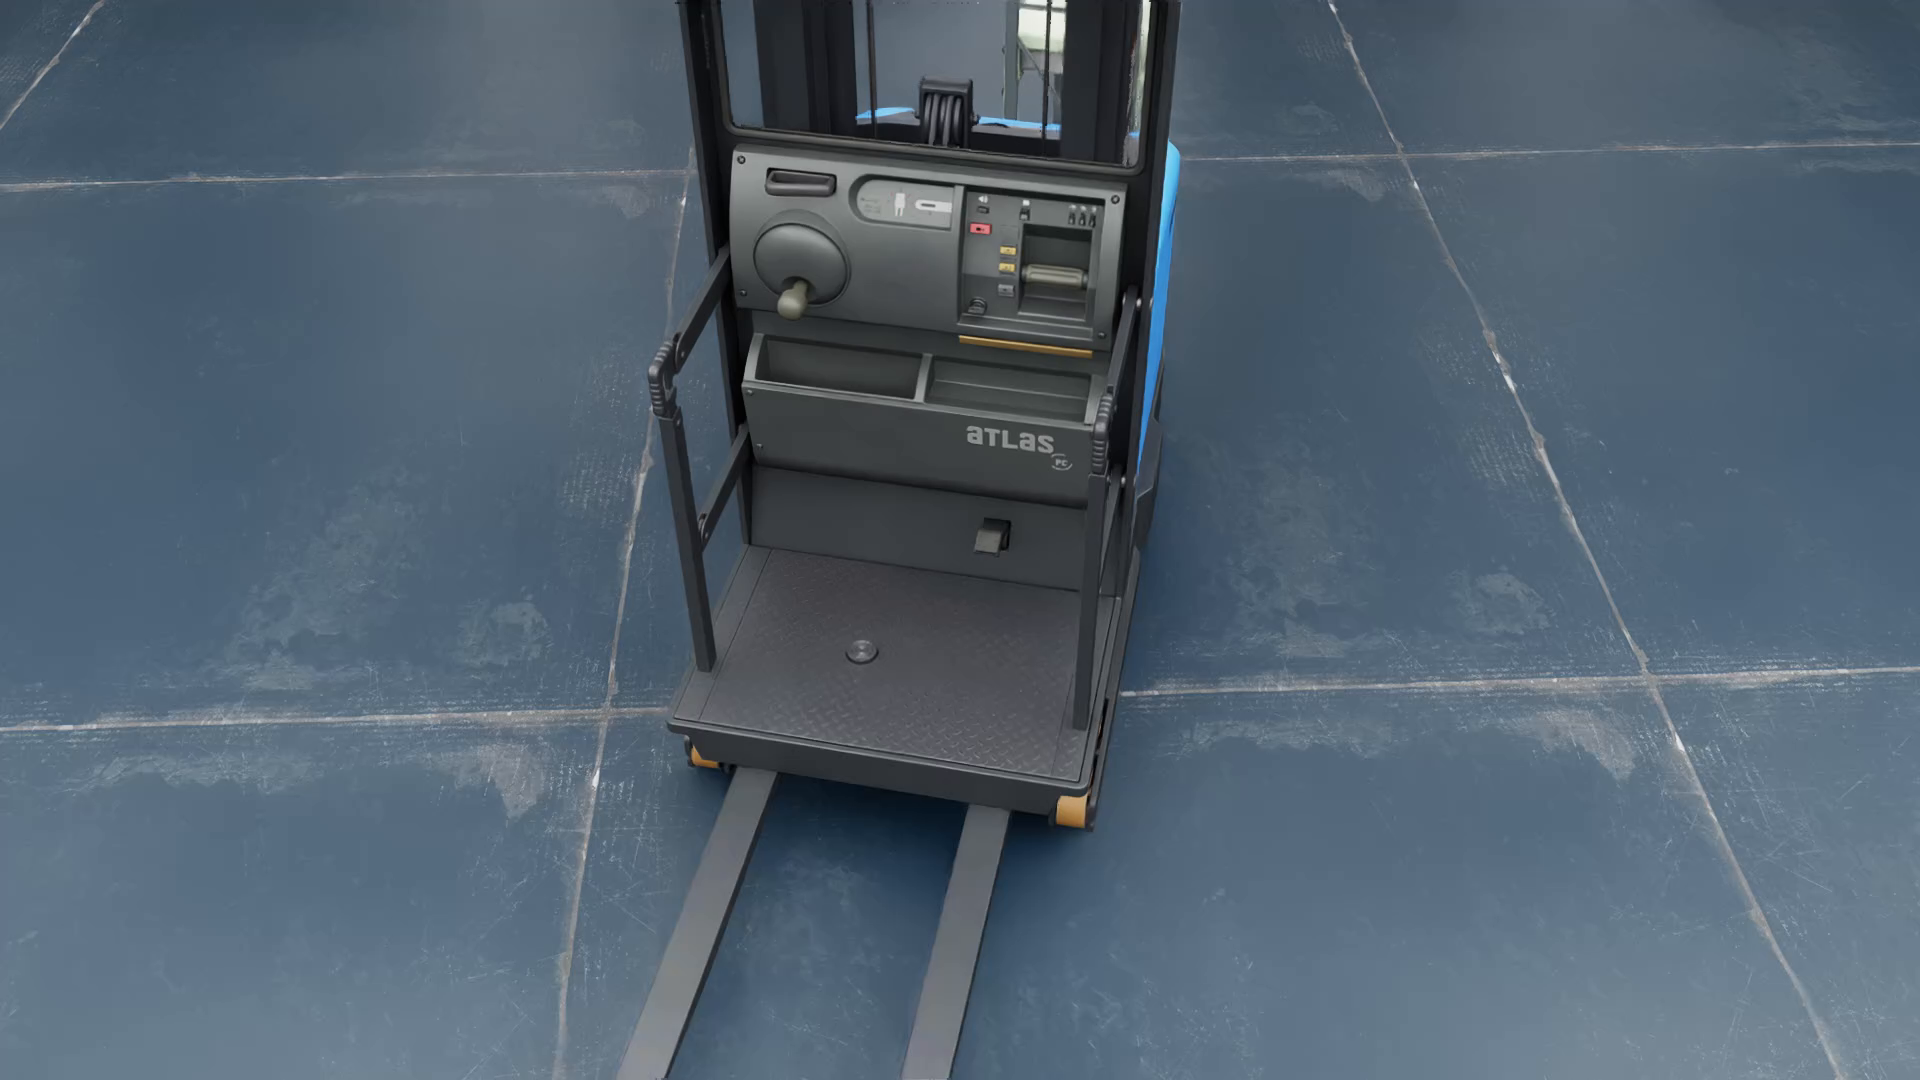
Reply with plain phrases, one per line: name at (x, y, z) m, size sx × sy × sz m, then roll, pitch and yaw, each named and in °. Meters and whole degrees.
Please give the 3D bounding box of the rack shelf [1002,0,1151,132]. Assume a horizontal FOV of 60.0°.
rack shelf at (0.430, -1.601, 5.309) m, size 0.431 × 0.370 × 0.720 m, roll 11°, pitch 44°, yaw 11°

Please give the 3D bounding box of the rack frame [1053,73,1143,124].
rack frame at (0.527, -1.552, 5.833) m, size 0.400 × 1.500 × 0.023 m, roll 11°, pitch 44°, yaw 11°

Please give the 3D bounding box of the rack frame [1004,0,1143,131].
rack frame at (0.333, -1.075, 5.313) m, size 0.400 × 1.500 × 0.023 m, roll 11°, pitch 44°, yaw 11°

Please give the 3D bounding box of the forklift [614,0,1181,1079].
forklift at (-0.126, -0.596, 3.731) m, size 1.130 × 2.935 × 3.031 m, roll 8°, pitch 43°, yaw 9°

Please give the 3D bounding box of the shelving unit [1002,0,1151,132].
shelving unit at (0.430, -1.313, 5.573) m, size 0.431 × 1.500 × 0.755 m, roll 11°, pitch 44°, yaw 11°
